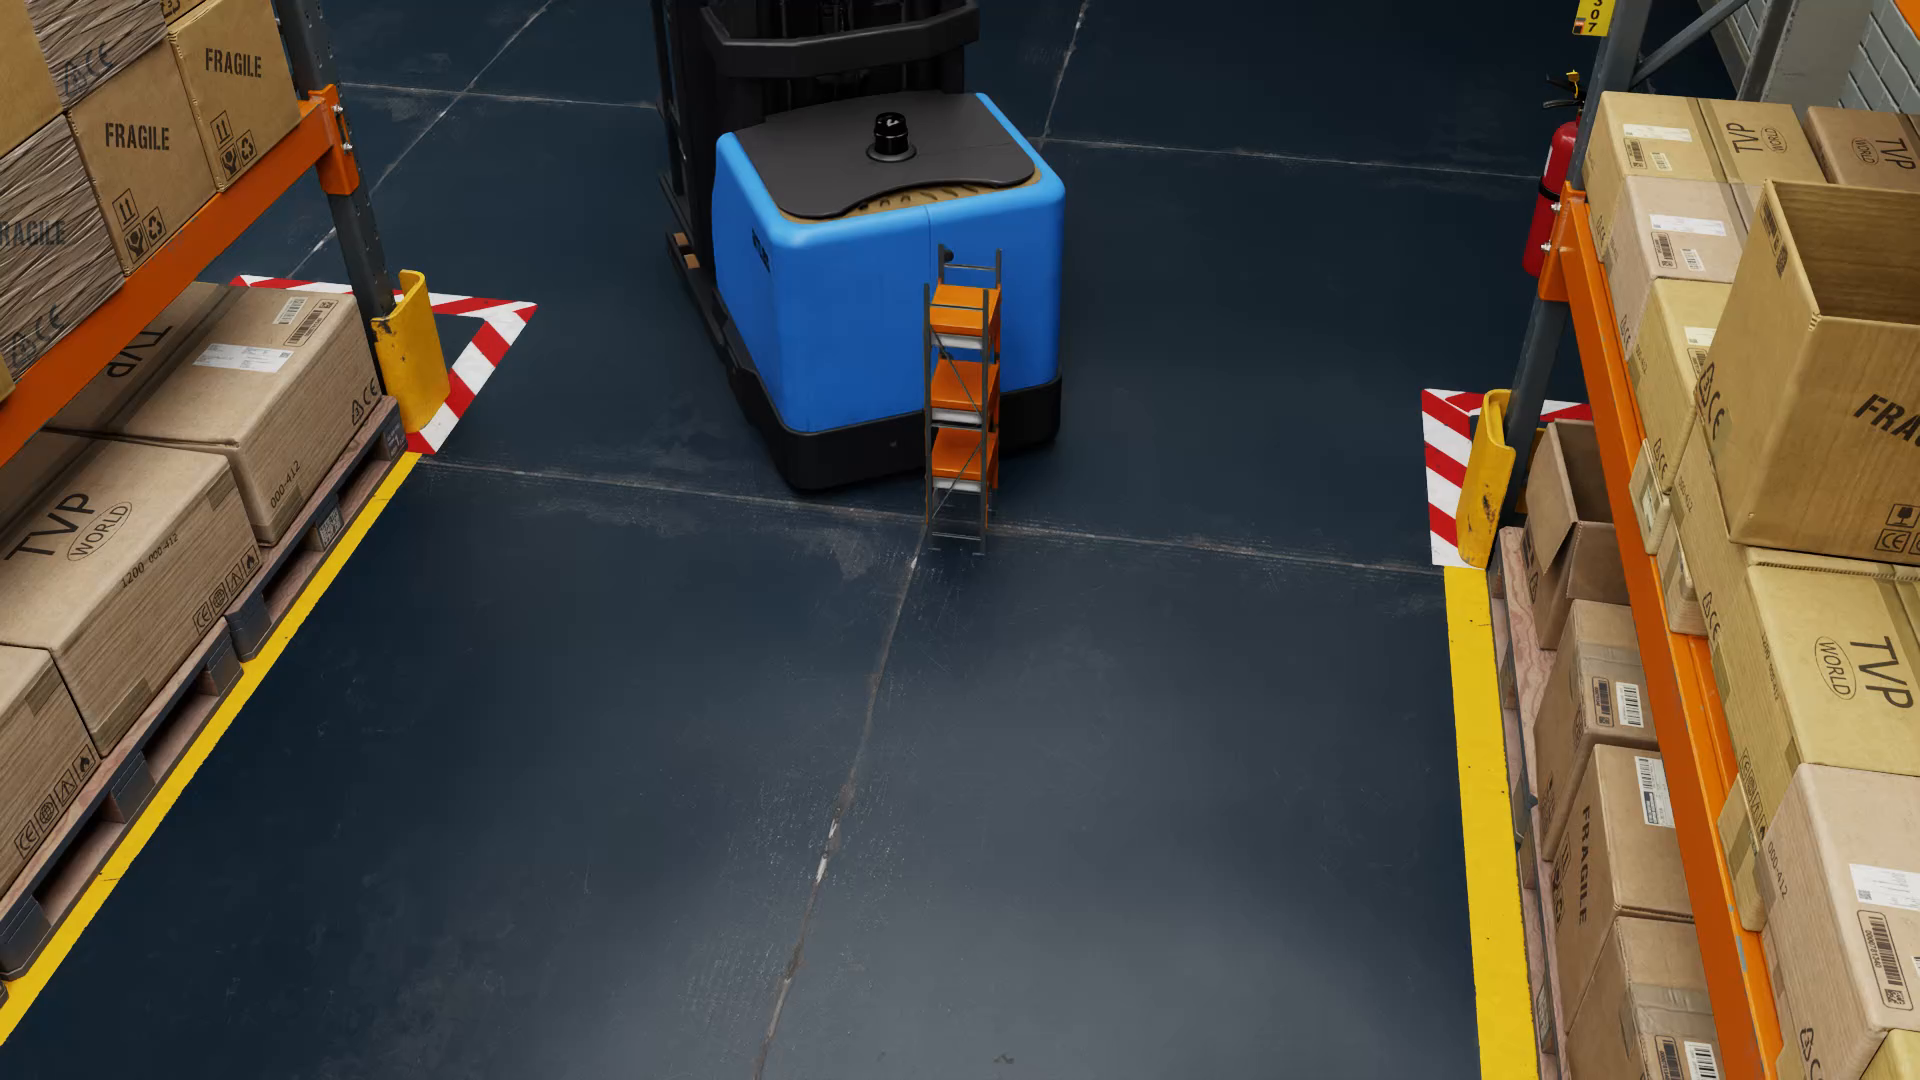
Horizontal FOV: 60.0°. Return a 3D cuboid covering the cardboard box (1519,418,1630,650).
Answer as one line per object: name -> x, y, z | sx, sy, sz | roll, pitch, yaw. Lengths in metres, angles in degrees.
cardboard box -> 2.117, 0.015, 5.008 | 0.797, 0.503, 0.637 | 5, 40, 6

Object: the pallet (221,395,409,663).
pallet -> -2.635, -0.119, 5.728 | 1.003, 0.211, 1.213 | 6, 40, 8

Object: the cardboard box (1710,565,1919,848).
cardboard box -> 1.643, 0.321, 2.892 | 0.500, 0.250, 0.500 | 6, 40, 7

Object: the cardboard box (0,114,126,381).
cardboard box -> -2.577, -0.773, 4.253 | 0.500, 0.500, 0.500 | 7, 40, 9

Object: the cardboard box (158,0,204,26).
cardboard box -> -2.422, -1.799, 4.709 | 0.500, 0.500, 0.500 | 8, 40, 9

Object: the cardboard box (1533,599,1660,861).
cardboard box -> 1.931, 0.548, 4.365 | 0.700, 0.500, 0.500 | 8, 40, 9

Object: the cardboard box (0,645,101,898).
cardboard box -> -2.897, 0.688, 4.245 | 0.875, 0.438, 0.875 | 5, 40, 6

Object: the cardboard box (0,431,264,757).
cardboard box -> -2.739, 0.122, 4.929 | 0.875, 0.438, 0.875 | 7, 40, 9

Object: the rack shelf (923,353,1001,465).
rack shelf -> 0.009, -0.430, 5.463 | 0.215, 0.259, 0.240 | 6, 40, 8

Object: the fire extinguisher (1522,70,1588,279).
fire extinguisher -> 1.886, -1.129, 5.114 | 0.296, 0.674, 0.183 | 6, 40, 8

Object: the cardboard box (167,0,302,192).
cardboard box -> -2.396, -1.410, 5.023 | 0.500, 0.500, 0.500 | 7, 40, 8

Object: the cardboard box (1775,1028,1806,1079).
cardboard box -> 1.475, 0.889, 2.518 | 0.380, 0.149, 0.250 | 7, 40, 9

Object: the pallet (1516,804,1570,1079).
pallet -> 1.952, 1.228, 4.100 | 1.003, 0.211, 1.213 | 6, 40, 8

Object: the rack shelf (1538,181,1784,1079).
rack shelf -> 1.970, 0.374, 3.509 | 1.077, 0.370, 4.000 | 6, 40, 8

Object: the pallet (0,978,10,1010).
pallet -> -3.057, 1.413, 3.876 | 1.003, 0.211, 1.213 | 6, 40, 8

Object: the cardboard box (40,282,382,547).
cardboard box -> -2.589, -0.453, 5.625 | 0.875, 0.438, 0.875 | 5, 40, 6

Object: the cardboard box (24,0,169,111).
cardboard box -> -2.484, -1.468, 4.308 | 0.500, 0.500, 0.500 | 7, 40, 8

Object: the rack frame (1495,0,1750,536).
rack frame -> 2.316, -1.159, 4.798 | 1.000, 3.000, 0.127 | 6, 40, 8

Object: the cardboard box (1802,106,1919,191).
cardboard box -> 2.498, -0.898, 4.366 | 0.500, 0.250, 0.500 | 7, 40, 9

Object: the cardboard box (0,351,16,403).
cardboard box -> -2.654, -0.448, 3.859 | 0.500, 0.500, 0.500 | 8, 40, 9

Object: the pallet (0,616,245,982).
pallet -> -2.848, 0.645, 4.805 | 1.003, 0.211, 1.213 | 6, 40, 8

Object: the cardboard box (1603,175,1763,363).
cardboard box -> 1.885, -0.644, 4.059 | 0.500, 0.250, 0.500 | 7, 40, 8

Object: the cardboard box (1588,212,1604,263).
cardboard box -> 1.989, -0.886, 4.665 | 0.380, 0.149, 0.250 | 6, 40, 7

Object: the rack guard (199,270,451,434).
rack guard -> -2.569, -0.755, 6.271 | 1.175, 0.500, 0.348 | 6, 40, 8

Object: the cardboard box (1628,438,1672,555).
cardboard box -> 1.717, -0.083, 3.693 | 0.380, 0.149, 0.250 | 5, 40, 6

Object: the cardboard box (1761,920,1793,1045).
cardboard box -> 1.547, 0.727, 2.714 | 0.380, 0.149, 0.250 | 7, 40, 9

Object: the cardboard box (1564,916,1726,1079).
cardboard box -> 1.751, 1.200, 3.577 | 0.700, 0.500, 0.500 | 5, 40, 6

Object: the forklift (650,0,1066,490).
forklift -> -0.616, -2.251, 6.172 | 1.130, 2.935, 3.031 | -13, 41, -15

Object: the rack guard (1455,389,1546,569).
rack guard -> 2.303, -0.148, 5.536 | 1.175, 0.500, 0.348 | 6, 40, 8

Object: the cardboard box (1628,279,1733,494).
cardboard box -> 1.801, -0.326, 3.674 | 0.500, 0.250, 0.500 | 6, 40, 7

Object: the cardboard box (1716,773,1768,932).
cardboard box -> 1.564, 0.564, 2.911 | 0.380, 0.149, 0.250 | 6, 40, 7

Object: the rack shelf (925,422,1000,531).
rack shelf -> 0.009, -0.216, 5.640 | 0.215, 0.259, 0.240 | 6, 40, 8

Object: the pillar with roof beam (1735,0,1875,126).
pillar with roof beam -> -0.570, -5.538, 5.387 | 9.100, 9.000, 0.400 | 6, 40, 8

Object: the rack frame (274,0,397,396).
rack frame -> -2.573, -1.704, 5.457 | 1.000, 3.000, 0.127 | 6, 40, 8

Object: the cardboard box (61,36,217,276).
cardboard box -> -2.498, -1.097, 4.644 | 0.500, 0.500, 0.500 | 6, 40, 7

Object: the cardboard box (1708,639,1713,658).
cardboard box -> 1.715, 0.254, 3.286 | 0.380, 0.149, 0.250 | 6, 40, 8

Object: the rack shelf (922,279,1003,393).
rack shelf -> 0.009, -0.649, 5.282 | 0.215, 0.259, 0.240 | 6, 40, 8

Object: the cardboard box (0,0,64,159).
cardboard box -> -2.573, -1.158, 3.933 | 0.500, 0.500, 0.500 | 6, 40, 7

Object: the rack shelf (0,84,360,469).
rack shelf -> -2.919, -0.171, 4.168 | 1.077, 0.370, 4.000 | 6, 40, 8

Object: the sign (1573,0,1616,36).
sign -> 1.782, -1.552, 4.594 | 0.100, 0.325, 0.005 | 6, 40, 8

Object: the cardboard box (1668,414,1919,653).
cardboard box -> 1.733, -0.002, 3.283 | 0.500, 0.250, 0.500 | 5, 40, 7

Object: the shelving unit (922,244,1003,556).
shelving unit -> 0.009, -0.438, 5.456 | 0.215, 1.050, 0.252 | 6, 40, 8

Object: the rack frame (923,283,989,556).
rack frame -> -0.012, -0.362, 5.363 | 0.200, 1.050, 0.008 | 6, 40, 8

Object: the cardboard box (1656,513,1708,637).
cardboard box -> 1.692, 0.085, 3.491 | 0.380, 0.149, 0.250 | 7, 40, 9

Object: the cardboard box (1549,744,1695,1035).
cardboard box -> 1.741, 0.869, 3.977 | 0.500, 0.500, 0.500 | 7, 40, 8

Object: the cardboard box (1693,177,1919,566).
cardboard box -> 1.713, -0.308, 3.064 | 0.500, 0.500, 0.500 | 7, 40, 9

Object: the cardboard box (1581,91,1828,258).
cardboard box -> 1.972, -0.961, 4.442 | 0.500, 0.250, 0.500 | 7, 40, 8

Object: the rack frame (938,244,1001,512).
rack frame -> 0.030, -0.515, 5.549 | 0.200, 1.050, 0.008 | 6, 40, 8

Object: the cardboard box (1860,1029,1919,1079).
cardboard box -> 1.472, 0.948, 2.133 | 0.500, 0.250, 0.500 | 7, 40, 9

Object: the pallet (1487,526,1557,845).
pallet -> 2.166, 0.464, 5.023 | 1.003, 0.211, 1.213 | 6, 40, 8

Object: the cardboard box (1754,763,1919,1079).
cardboard box -> 1.544, 0.632, 2.516 | 0.500, 0.250, 0.500 | 7, 40, 8
